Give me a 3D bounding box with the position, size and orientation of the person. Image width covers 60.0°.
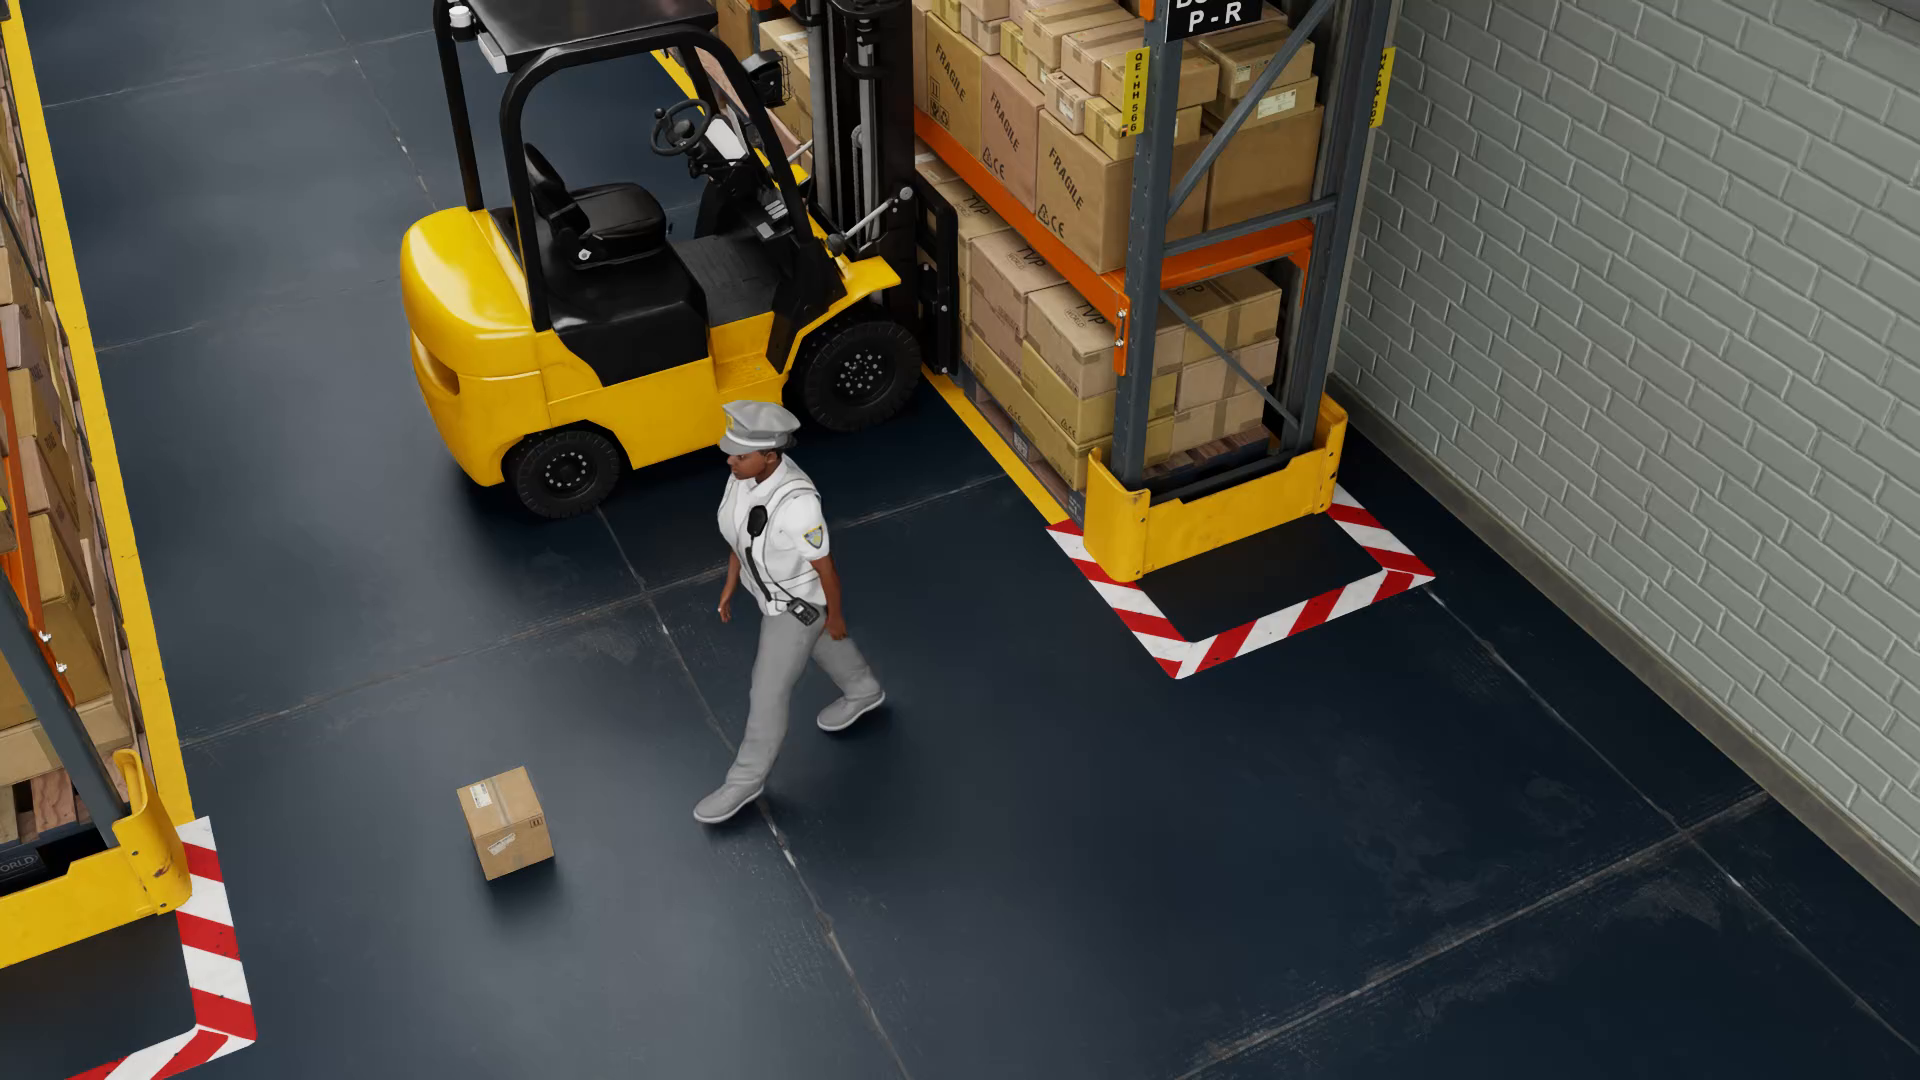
[{"bbox_3d":[-0.672,0.195,5.901,0.893,1.642,0.463,-20,45,-21],"label":"person"}]
